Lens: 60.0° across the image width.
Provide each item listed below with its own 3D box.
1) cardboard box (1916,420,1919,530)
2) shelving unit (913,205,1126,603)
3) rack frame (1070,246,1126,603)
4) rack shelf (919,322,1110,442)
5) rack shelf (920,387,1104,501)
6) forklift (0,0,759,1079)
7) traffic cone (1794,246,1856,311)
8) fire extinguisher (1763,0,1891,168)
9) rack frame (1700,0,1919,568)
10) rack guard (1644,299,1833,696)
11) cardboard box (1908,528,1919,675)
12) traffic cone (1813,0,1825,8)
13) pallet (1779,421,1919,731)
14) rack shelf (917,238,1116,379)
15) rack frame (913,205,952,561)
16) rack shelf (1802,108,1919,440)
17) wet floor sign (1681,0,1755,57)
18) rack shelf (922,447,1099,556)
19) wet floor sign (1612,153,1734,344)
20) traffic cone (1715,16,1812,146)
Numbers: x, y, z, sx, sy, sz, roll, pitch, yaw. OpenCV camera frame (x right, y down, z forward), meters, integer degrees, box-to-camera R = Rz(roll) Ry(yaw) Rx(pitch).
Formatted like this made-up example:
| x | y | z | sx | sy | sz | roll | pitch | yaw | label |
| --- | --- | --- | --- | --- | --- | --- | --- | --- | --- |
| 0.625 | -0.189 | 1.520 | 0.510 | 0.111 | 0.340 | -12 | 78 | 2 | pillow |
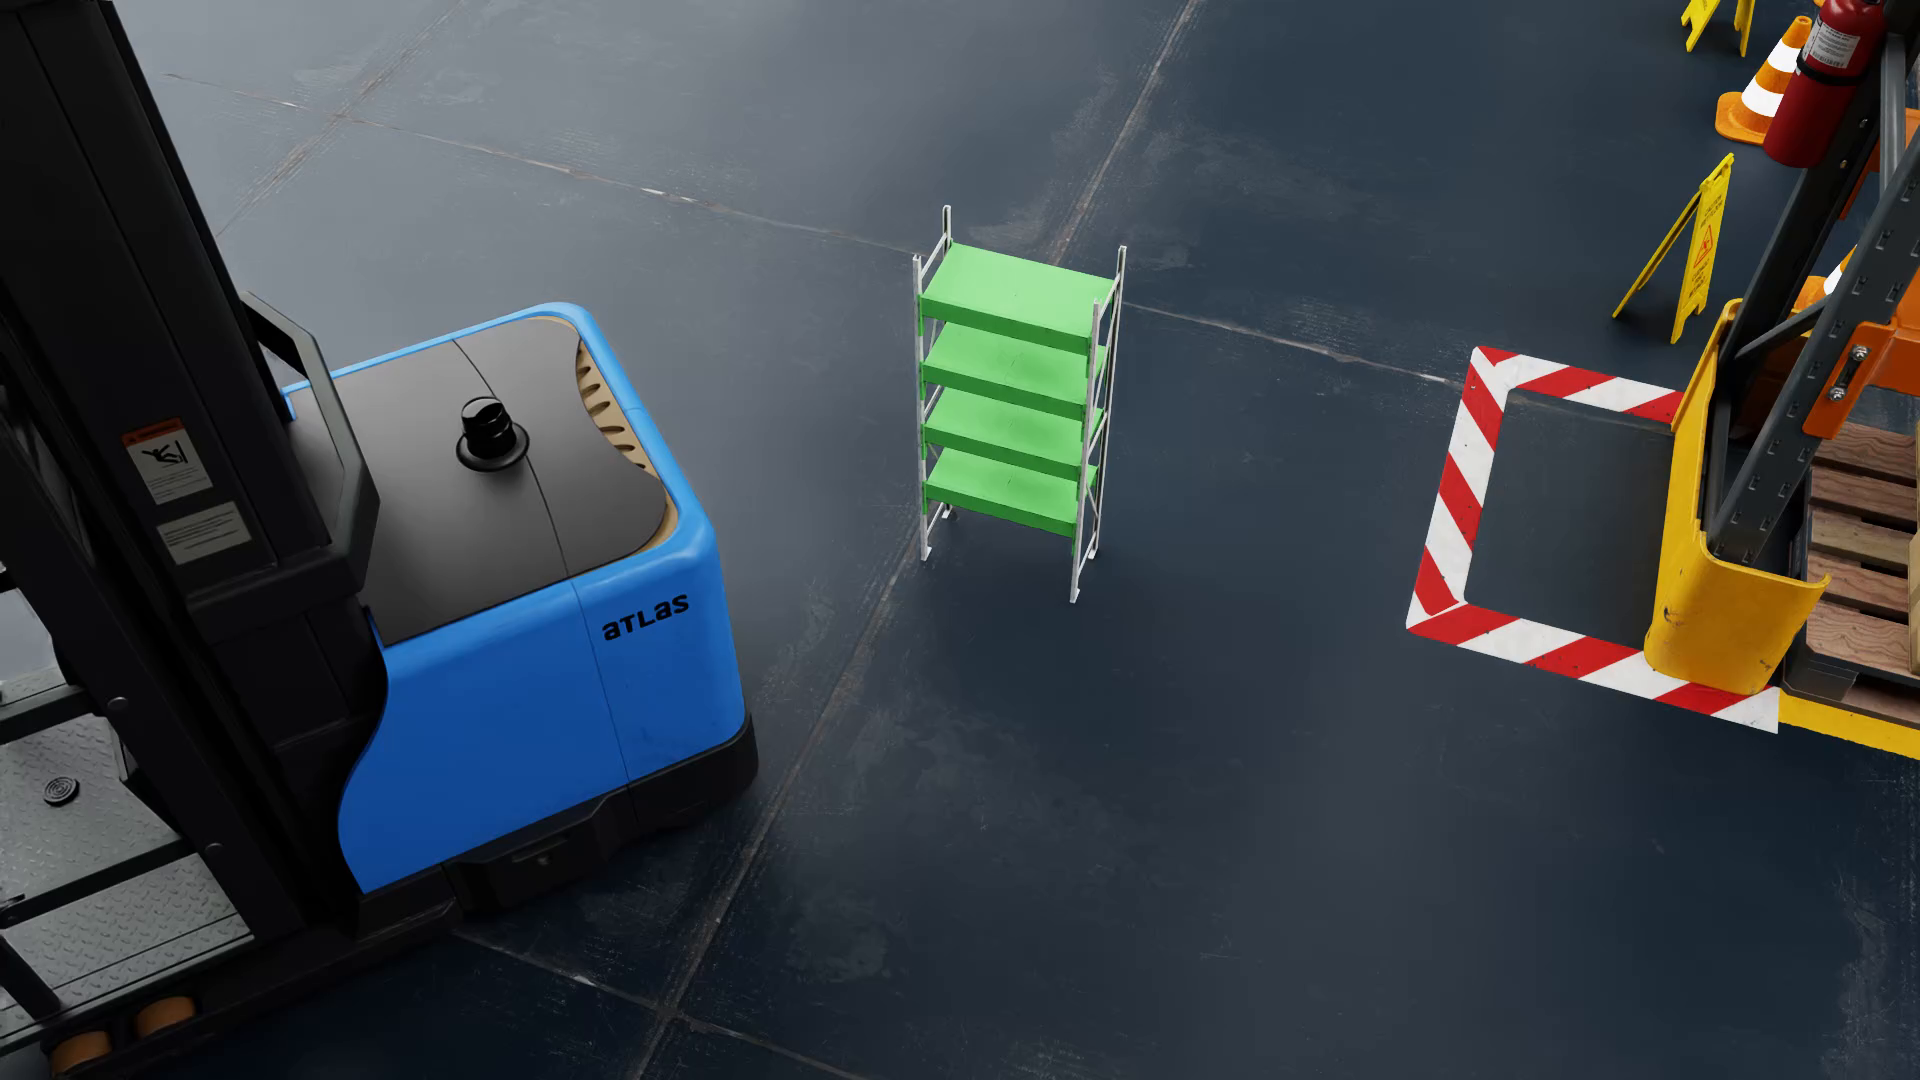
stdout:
| x | y | z | sx | sy | sz | roll | pitch | yaw | label |
| --- | --- | --- | --- | --- | --- | --- | --- | --- | --- |
| 3.185 | -0.201 | 4.981 | 0.500 | 0.250 | 0.500 | 15 | 51 | 13 | cardboard box |
| 0.155 | -0.350 | 4.759 | 0.503 | 1.200 | 0.258 | 16 | 51 | 13 | shelving unit |
| 0.384 | -0.286 | 4.704 | 0.015 | 1.200 | 0.240 | 16 | 51 | 13 | rack frame |
| 0.155 | -0.465 | 4.626 | 0.480 | 0.148 | 0.258 | 16 | 51 | 13 | rack shelf |
| 0.155 | -0.308 | 4.807 | 0.480 | 0.148 | 0.258 | 16 | 51 | 13 | rack shelf |
| -2.104 | -0.066 | 3.368 | 3.031 | 2.935 | 1.130 | -22 | 53 | -18 | forklift |
| 3.161 | -0.963 | 5.778 | 0.334 | 0.463 | 0.336 | 16 | 51 | 13 | traffic cone |
| 2.363 | -1.323 | 4.463 | 0.183 | 0.674 | 0.296 | 16 | 51 | 13 | fire extinguisher |
| 2.311 | -0.992 | 4.124 | 0.127 | 3.000 | 1.000 | 16 | 51 | 13 | rack frame |
| 2.382 | -0.153 | 5.052 | 0.348 | 0.500 | 1.175 | 16 | 51 | 13 | rack guard |
| 2.971 | 0.179 | 4.652 | 0.500 | 0.250 | 0.500 | 15 | 51 | 13 | cardboard box |
| 3.937 | -2.550 | 7.154 | 0.334 | 0.463 | 0.336 | 16 | 51 | 13 | traffic cone |
| 3.132 | 0.179 | 4.955 | 1.213 | 0.211 | 1.003 | 16 | 51 | 13 | pallet |
| 0.155 | -0.622 | 4.445 | 0.480 | 0.148 | 0.258 | 16 | 51 | 13 | rack shelf |
| -0.074 | -0.414 | 4.814 | 0.015 | 1.200 | 0.240 | 16 | 51 | 13 | rack frame |
| 4.187 | -0.232 | 3.942 | 4.000 | 0.370 | 1.077 | 16 | 51 | 13 | rack shelf |
| 3.218 | -2.360 | 6.868 | 0.232 | 0.644 | 0.267 | 8 | 50 | 7 | wet floor sign |
| 0.155 | -0.151 | 4.989 | 0.480 | 0.148 | 0.258 | 16 | 51 | 13 | rack shelf |
| 2.503 | -1.029 | 5.715 | 0.232 | 0.644 | 0.267 | 33 | 57 | 25 | wet floor sign |
| 3.227 | -1.838 | 6.537 | 0.334 | 0.463 | 0.336 | 16 | 51 | 13 | traffic cone |
